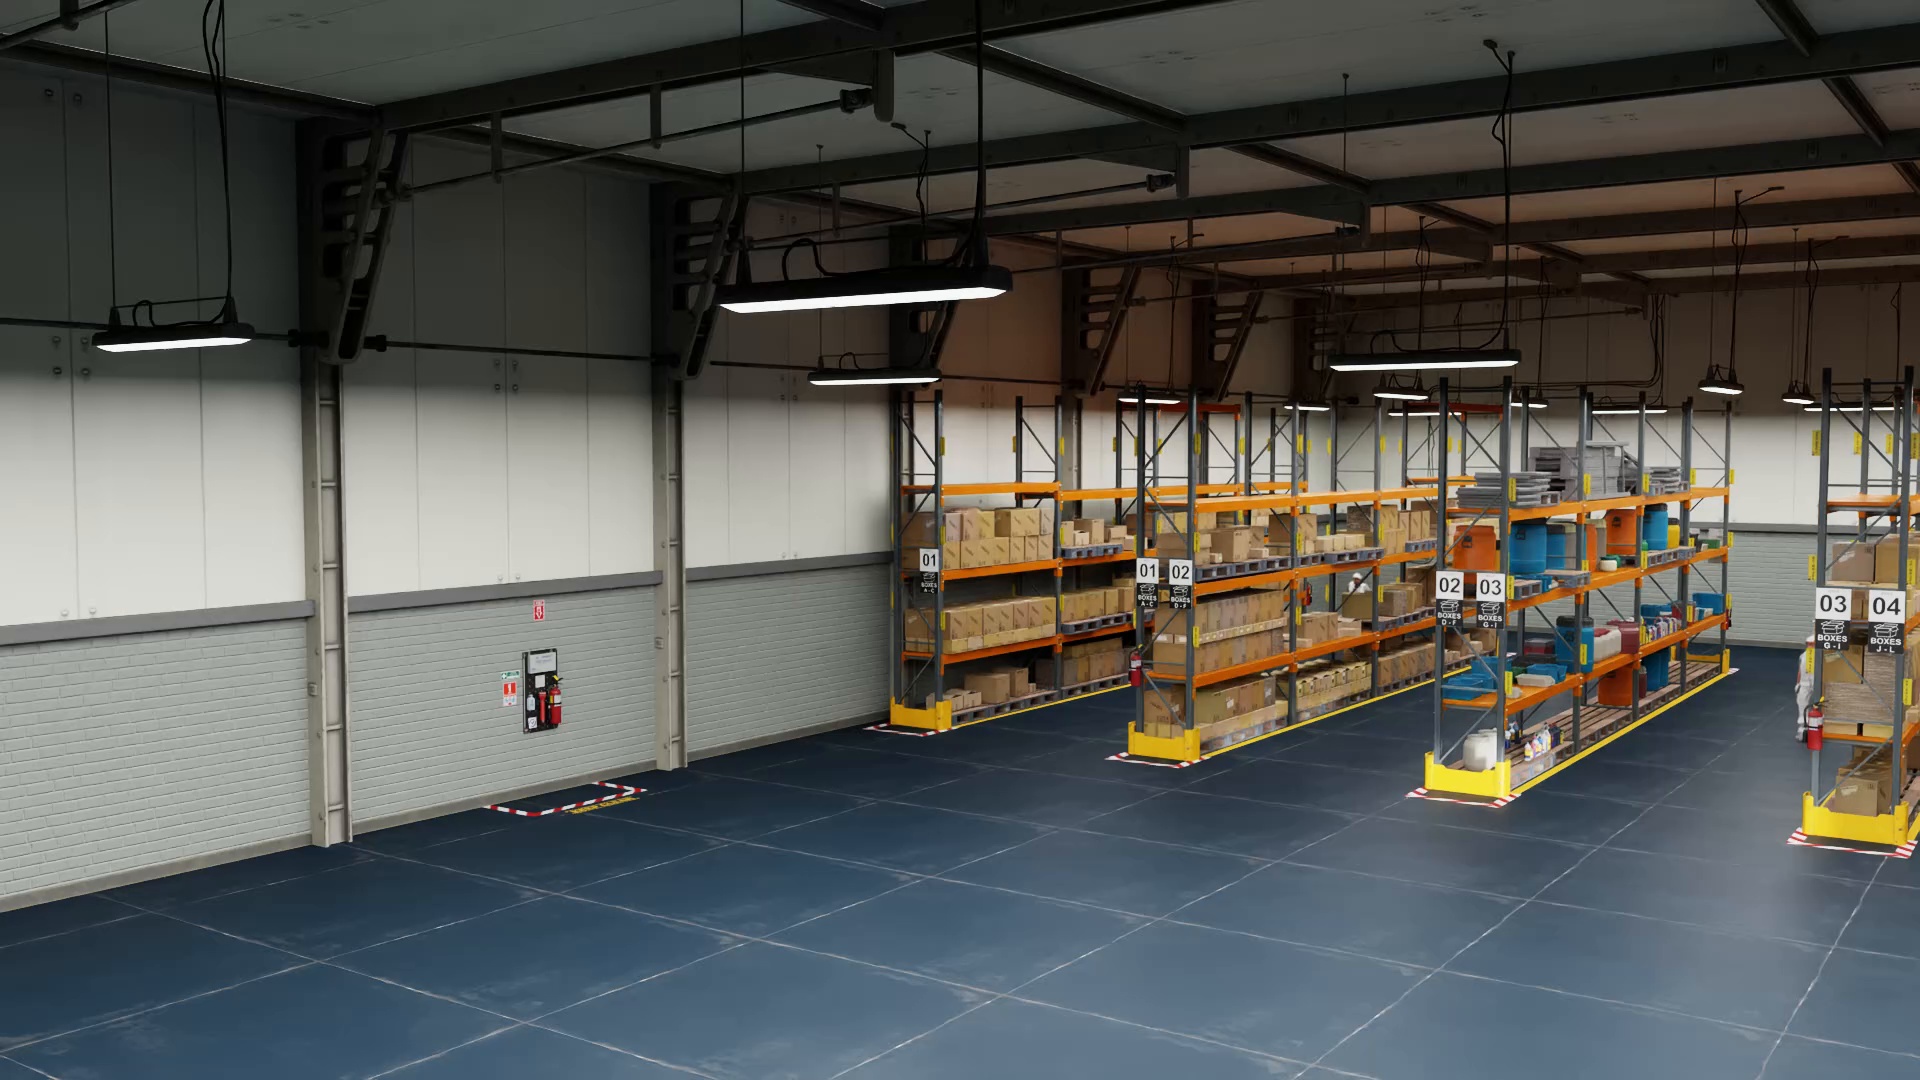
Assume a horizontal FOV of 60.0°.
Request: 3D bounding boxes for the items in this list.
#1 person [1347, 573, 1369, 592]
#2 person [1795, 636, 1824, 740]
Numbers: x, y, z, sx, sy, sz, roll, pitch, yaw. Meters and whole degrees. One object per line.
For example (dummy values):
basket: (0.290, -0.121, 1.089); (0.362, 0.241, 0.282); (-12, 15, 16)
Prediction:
person: (10.269, 1.724, 42.949); (0.699, 1.777, 0.991); (1, 3, 23)
person: (14.531, 2.505, 28.383); (0.564, 1.721, 1.021); (2, 4, 35)
